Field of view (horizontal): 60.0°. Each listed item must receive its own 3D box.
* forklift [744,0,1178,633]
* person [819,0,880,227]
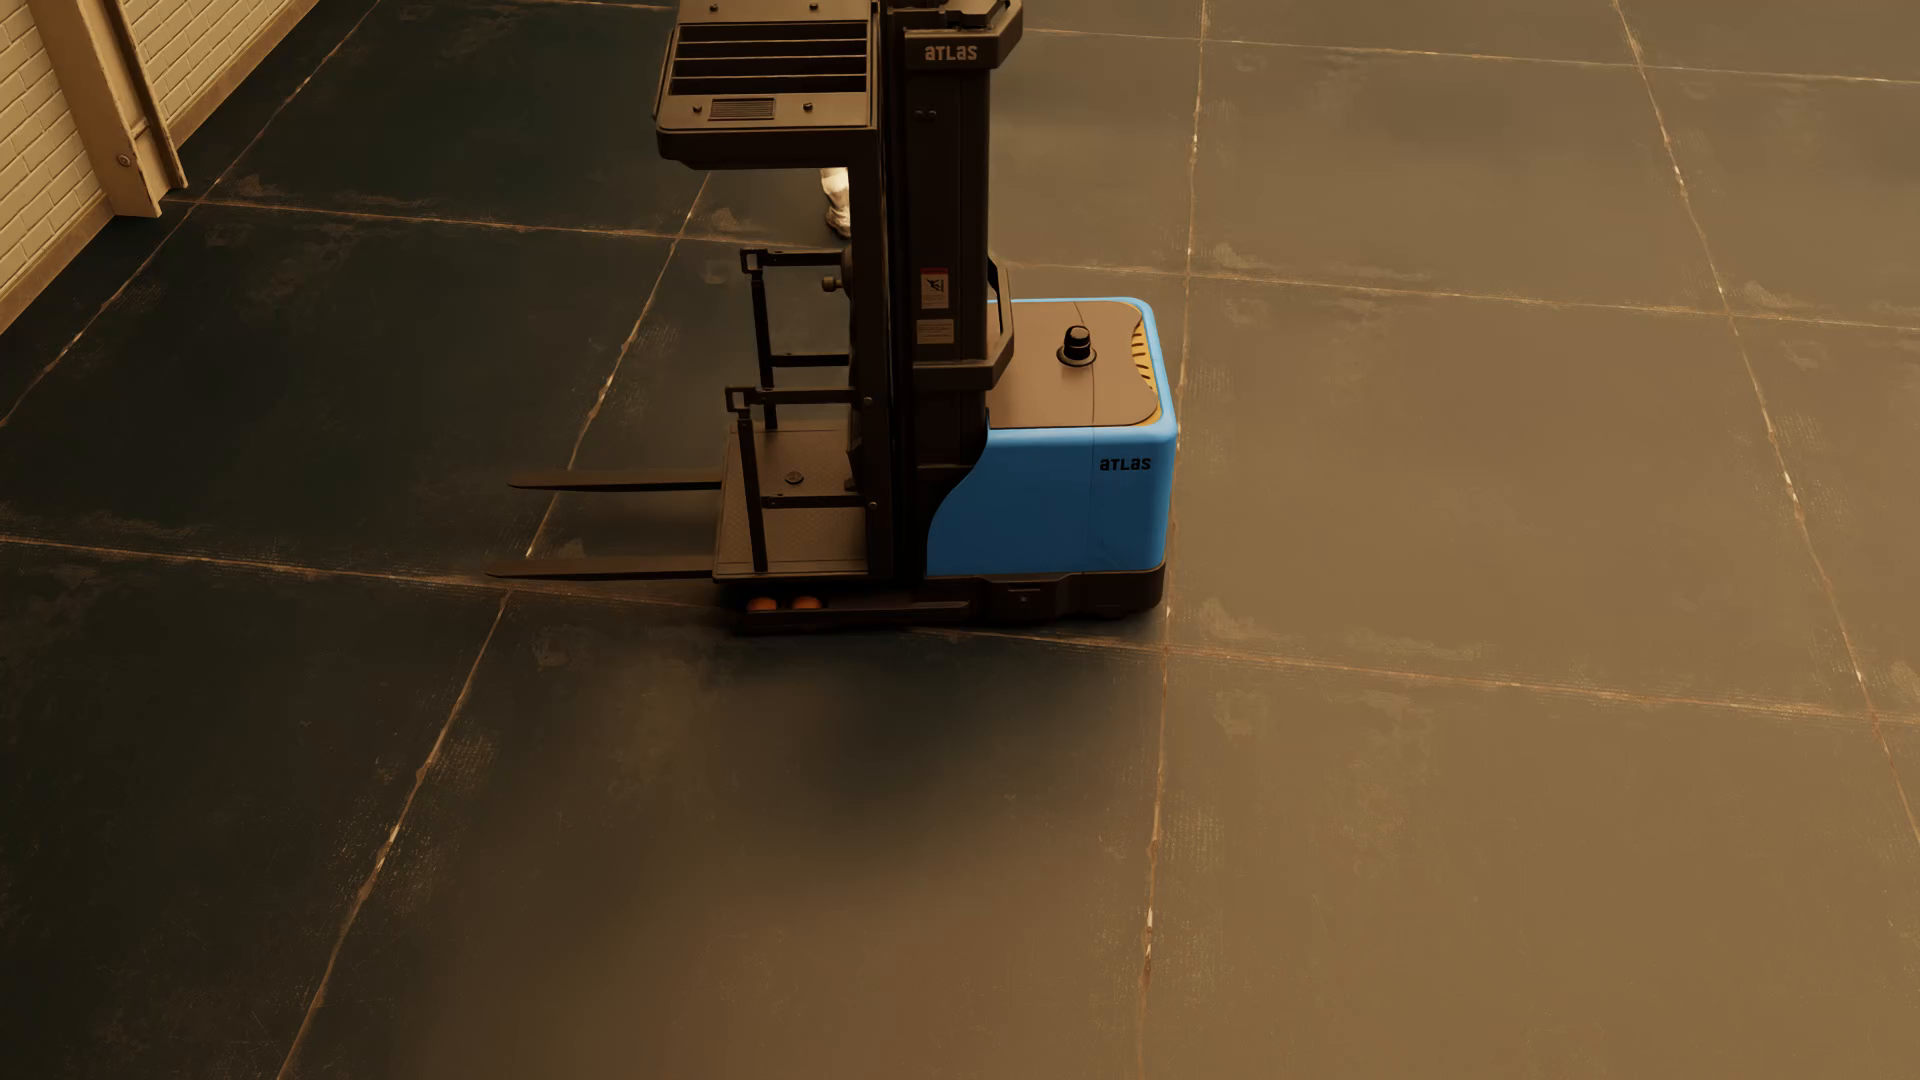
[{"bbox_3d":[-0.617,-1.029,6.844,3.031,2.935,1.130,-1,43,-2],"label":"forklift"},{"bbox_3d":[-0.679,-2.698,9.493,1.001,1.696,0.751,-15,45,-16],"label":"person"}]
